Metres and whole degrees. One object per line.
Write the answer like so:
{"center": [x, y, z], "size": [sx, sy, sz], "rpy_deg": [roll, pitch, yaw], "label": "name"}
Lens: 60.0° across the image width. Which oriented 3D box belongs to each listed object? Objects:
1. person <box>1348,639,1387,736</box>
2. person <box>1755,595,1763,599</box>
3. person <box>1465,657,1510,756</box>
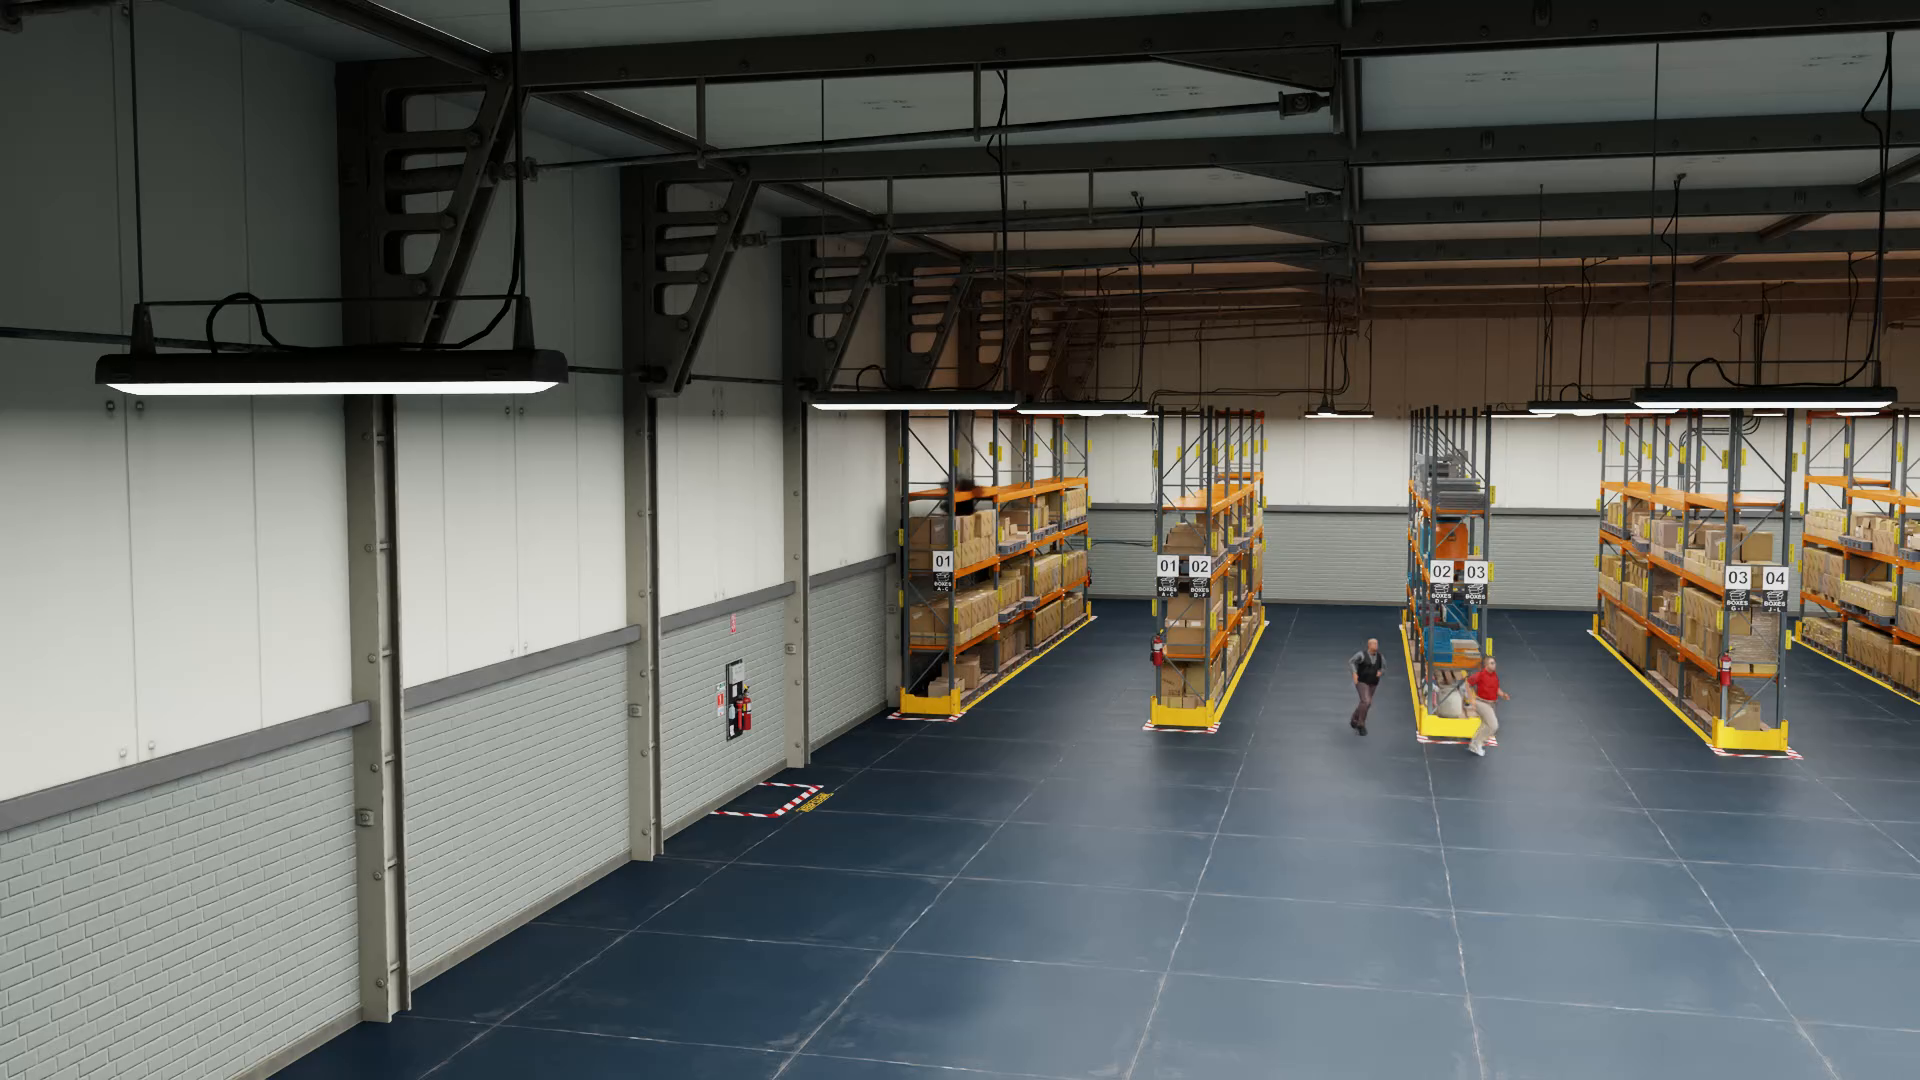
{"center": [7.511, 2.690, 30.610], "size": [0.642, 1.758, 0.712], "rpy_deg": [-1, 4, -20], "label": "person"}
{"center": [21.125, 1.768, 44.290], "size": [0.589, 1.586, 0.619], "rpy_deg": [-1, 4, -16], "label": "person"}
{"center": [8.998, 2.839, 28.327], "size": [0.632, 1.702, 0.746], "rpy_deg": [-4, 6, -42], "label": "person"}
